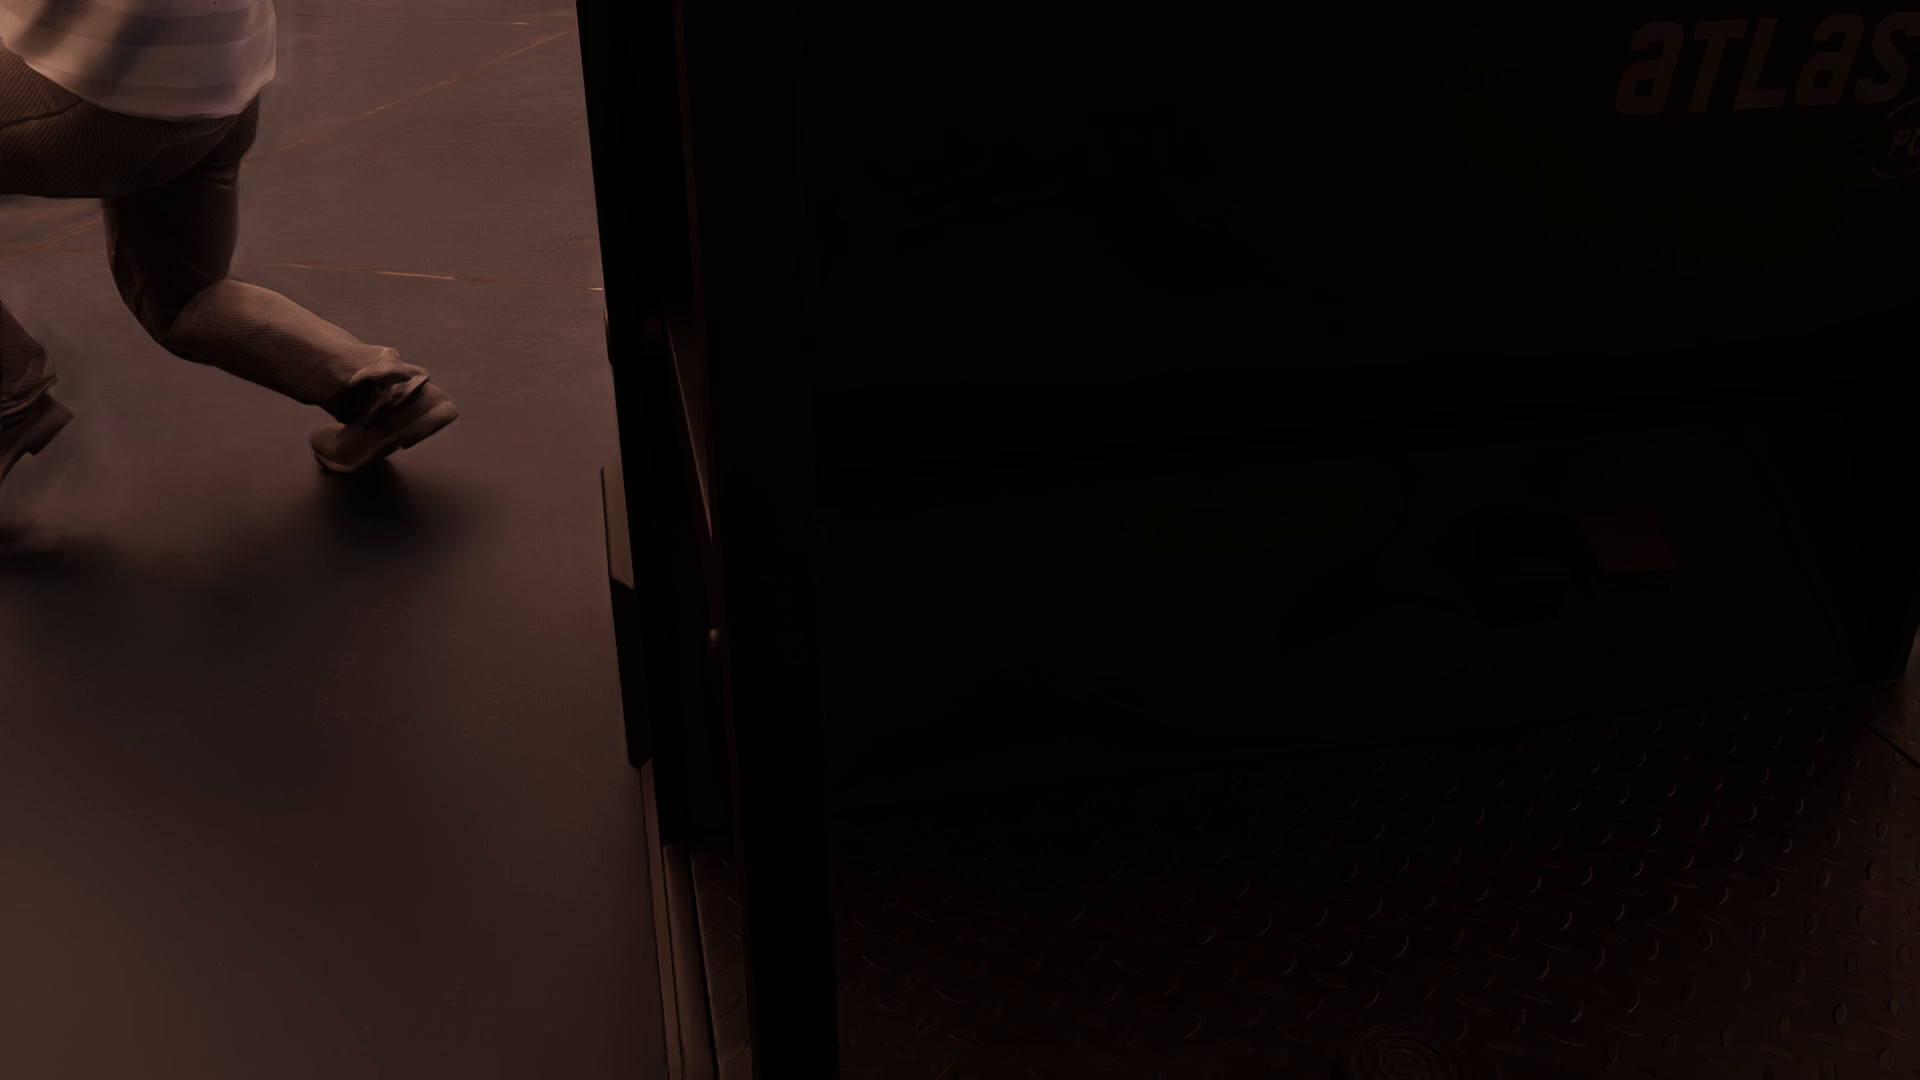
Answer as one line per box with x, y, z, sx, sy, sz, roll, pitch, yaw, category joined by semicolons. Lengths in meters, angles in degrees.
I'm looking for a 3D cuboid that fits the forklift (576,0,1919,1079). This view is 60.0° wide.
0.347;-0.724;0.682;1.130;2.935;3.031;-6;27;-11;forklift

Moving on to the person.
-1.187;-0.605;2.088;0.896;1.486;1.043;-4;27;-7;person
